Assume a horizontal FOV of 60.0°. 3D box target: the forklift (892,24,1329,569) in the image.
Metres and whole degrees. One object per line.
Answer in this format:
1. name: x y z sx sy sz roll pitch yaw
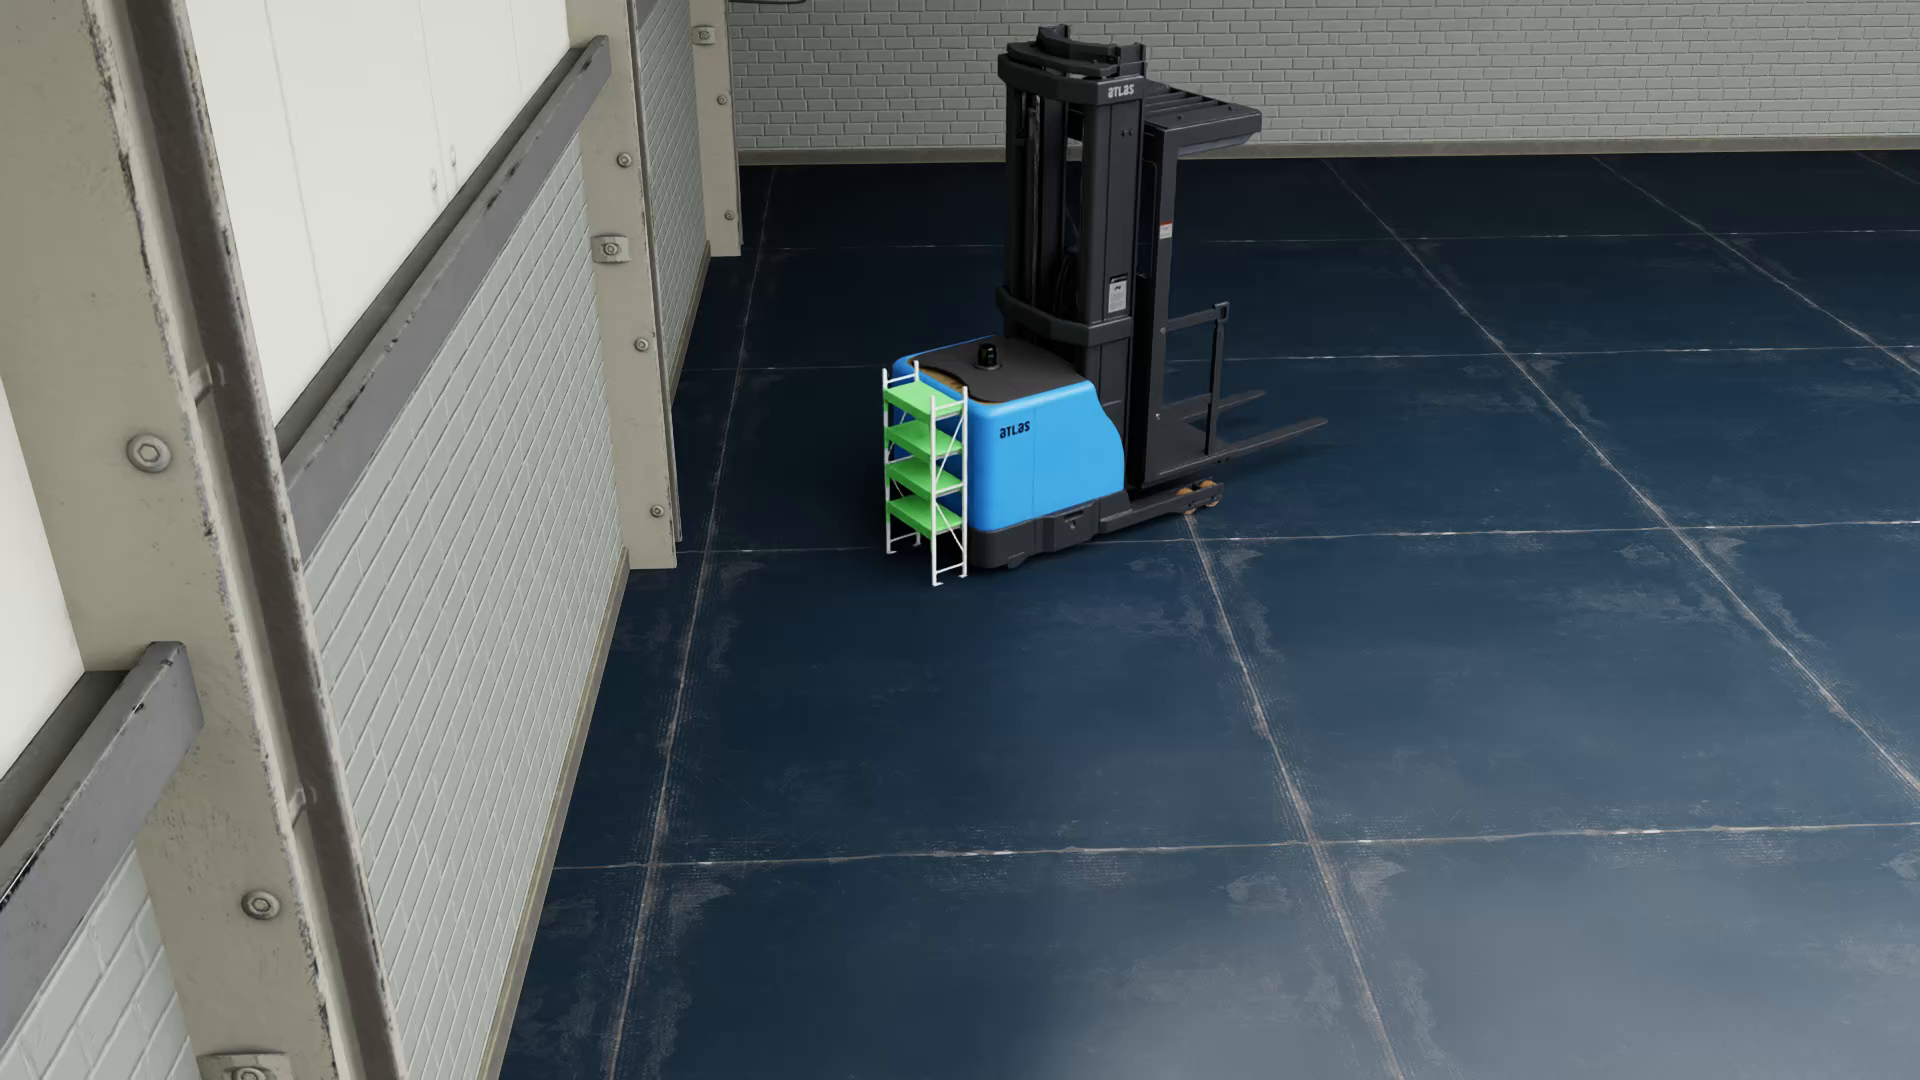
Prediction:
1. forklift: 1.080 -1.644 10.232 3.031 2.935 1.130 -18 32 -30

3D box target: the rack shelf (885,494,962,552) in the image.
1. rack shelf: -0.203 -0.116 9.832 0.258 0.148 0.480 -18 33 -31

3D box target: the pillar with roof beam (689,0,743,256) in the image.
1. pillar with roof beam: 2.124 -6.786 13.530 9.100 9.000 0.400 -1 28 -3

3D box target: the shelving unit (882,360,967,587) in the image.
1. shelving unit: -0.203 -0.385 9.691 0.258 1.200 0.503 -18 33 -31

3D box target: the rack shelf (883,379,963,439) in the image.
1. rack shelf: -0.203 -0.754 9.499 0.258 0.148 0.480 -18 33 -31

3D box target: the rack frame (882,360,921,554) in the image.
1. rack frame: -0.343 -0.478 9.868 0.240 1.200 0.015 -18 33 -31

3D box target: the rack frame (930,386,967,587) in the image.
1. rack frame: -0.063 -0.293 9.514 0.240 1.200 0.015 -18 33 -31

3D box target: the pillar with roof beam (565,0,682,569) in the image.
1. pillar with roof beam: 2.437 -4.015 8.217 9.100 9.000 0.400 -1 28 -3

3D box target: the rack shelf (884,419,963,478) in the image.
1. rack shelf: -0.203 -0.542 9.610 0.258 0.148 0.480 -18 33 -31

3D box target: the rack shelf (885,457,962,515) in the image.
1. rack shelf: -0.203 -0.329 9.721 0.258 0.148 0.480 -18 33 -31

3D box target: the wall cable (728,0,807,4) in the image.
1. wall cable: -1.008 -6.697 16.718 3.097 2.526 0.112 -1 28 -3
